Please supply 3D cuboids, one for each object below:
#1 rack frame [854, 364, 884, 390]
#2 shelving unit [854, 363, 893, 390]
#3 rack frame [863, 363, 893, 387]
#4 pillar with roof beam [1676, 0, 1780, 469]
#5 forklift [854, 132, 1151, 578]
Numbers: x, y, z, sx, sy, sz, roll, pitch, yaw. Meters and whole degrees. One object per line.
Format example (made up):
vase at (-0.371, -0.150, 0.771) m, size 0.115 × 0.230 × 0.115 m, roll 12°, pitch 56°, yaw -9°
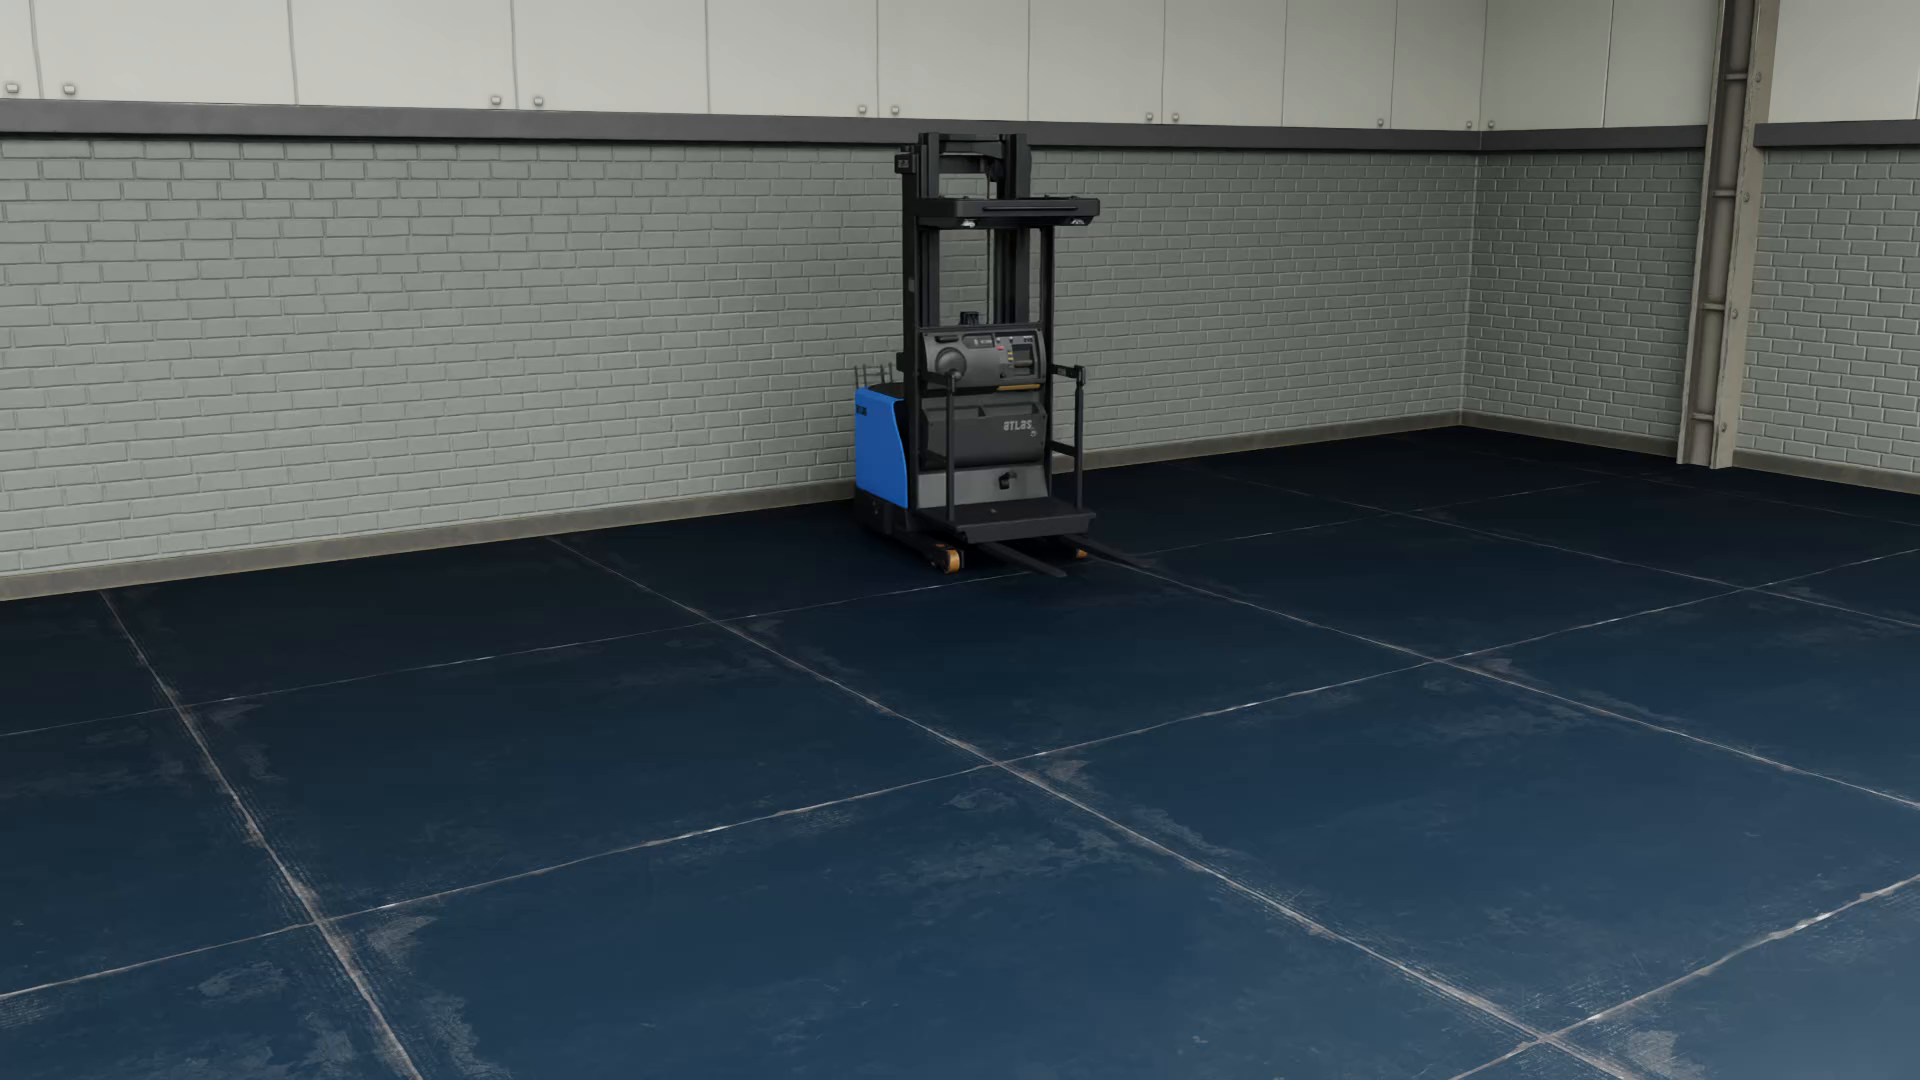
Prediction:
rack frame at (-0.682, -0.788, 13.190) m, size 0.240 × 1.200 × 0.006 m, roll -6°, pitch 4°, yaw -24°
shelving unit at (-0.644, -0.785, 13.107) m, size 0.258 × 1.200 × 0.189 m, roll -6°, pitch 4°, yaw -24°
rack frame at (-0.607, -0.782, 13.023) m, size 0.240 × 1.200 × 0.006 m, roll -6°, pitch 4°, yaw -24°
pillar with roof beam at (3.402, -4.595, 12.310) m, size 9.100 × 9.000 × 0.400 m, roll -8°, pitch 15°, yaw -33°
forklift at (0.266, -1.311, 11.494) m, size 1.130 × 2.935 × 3.031 m, roll -6°, pitch 14°, yaw -25°
